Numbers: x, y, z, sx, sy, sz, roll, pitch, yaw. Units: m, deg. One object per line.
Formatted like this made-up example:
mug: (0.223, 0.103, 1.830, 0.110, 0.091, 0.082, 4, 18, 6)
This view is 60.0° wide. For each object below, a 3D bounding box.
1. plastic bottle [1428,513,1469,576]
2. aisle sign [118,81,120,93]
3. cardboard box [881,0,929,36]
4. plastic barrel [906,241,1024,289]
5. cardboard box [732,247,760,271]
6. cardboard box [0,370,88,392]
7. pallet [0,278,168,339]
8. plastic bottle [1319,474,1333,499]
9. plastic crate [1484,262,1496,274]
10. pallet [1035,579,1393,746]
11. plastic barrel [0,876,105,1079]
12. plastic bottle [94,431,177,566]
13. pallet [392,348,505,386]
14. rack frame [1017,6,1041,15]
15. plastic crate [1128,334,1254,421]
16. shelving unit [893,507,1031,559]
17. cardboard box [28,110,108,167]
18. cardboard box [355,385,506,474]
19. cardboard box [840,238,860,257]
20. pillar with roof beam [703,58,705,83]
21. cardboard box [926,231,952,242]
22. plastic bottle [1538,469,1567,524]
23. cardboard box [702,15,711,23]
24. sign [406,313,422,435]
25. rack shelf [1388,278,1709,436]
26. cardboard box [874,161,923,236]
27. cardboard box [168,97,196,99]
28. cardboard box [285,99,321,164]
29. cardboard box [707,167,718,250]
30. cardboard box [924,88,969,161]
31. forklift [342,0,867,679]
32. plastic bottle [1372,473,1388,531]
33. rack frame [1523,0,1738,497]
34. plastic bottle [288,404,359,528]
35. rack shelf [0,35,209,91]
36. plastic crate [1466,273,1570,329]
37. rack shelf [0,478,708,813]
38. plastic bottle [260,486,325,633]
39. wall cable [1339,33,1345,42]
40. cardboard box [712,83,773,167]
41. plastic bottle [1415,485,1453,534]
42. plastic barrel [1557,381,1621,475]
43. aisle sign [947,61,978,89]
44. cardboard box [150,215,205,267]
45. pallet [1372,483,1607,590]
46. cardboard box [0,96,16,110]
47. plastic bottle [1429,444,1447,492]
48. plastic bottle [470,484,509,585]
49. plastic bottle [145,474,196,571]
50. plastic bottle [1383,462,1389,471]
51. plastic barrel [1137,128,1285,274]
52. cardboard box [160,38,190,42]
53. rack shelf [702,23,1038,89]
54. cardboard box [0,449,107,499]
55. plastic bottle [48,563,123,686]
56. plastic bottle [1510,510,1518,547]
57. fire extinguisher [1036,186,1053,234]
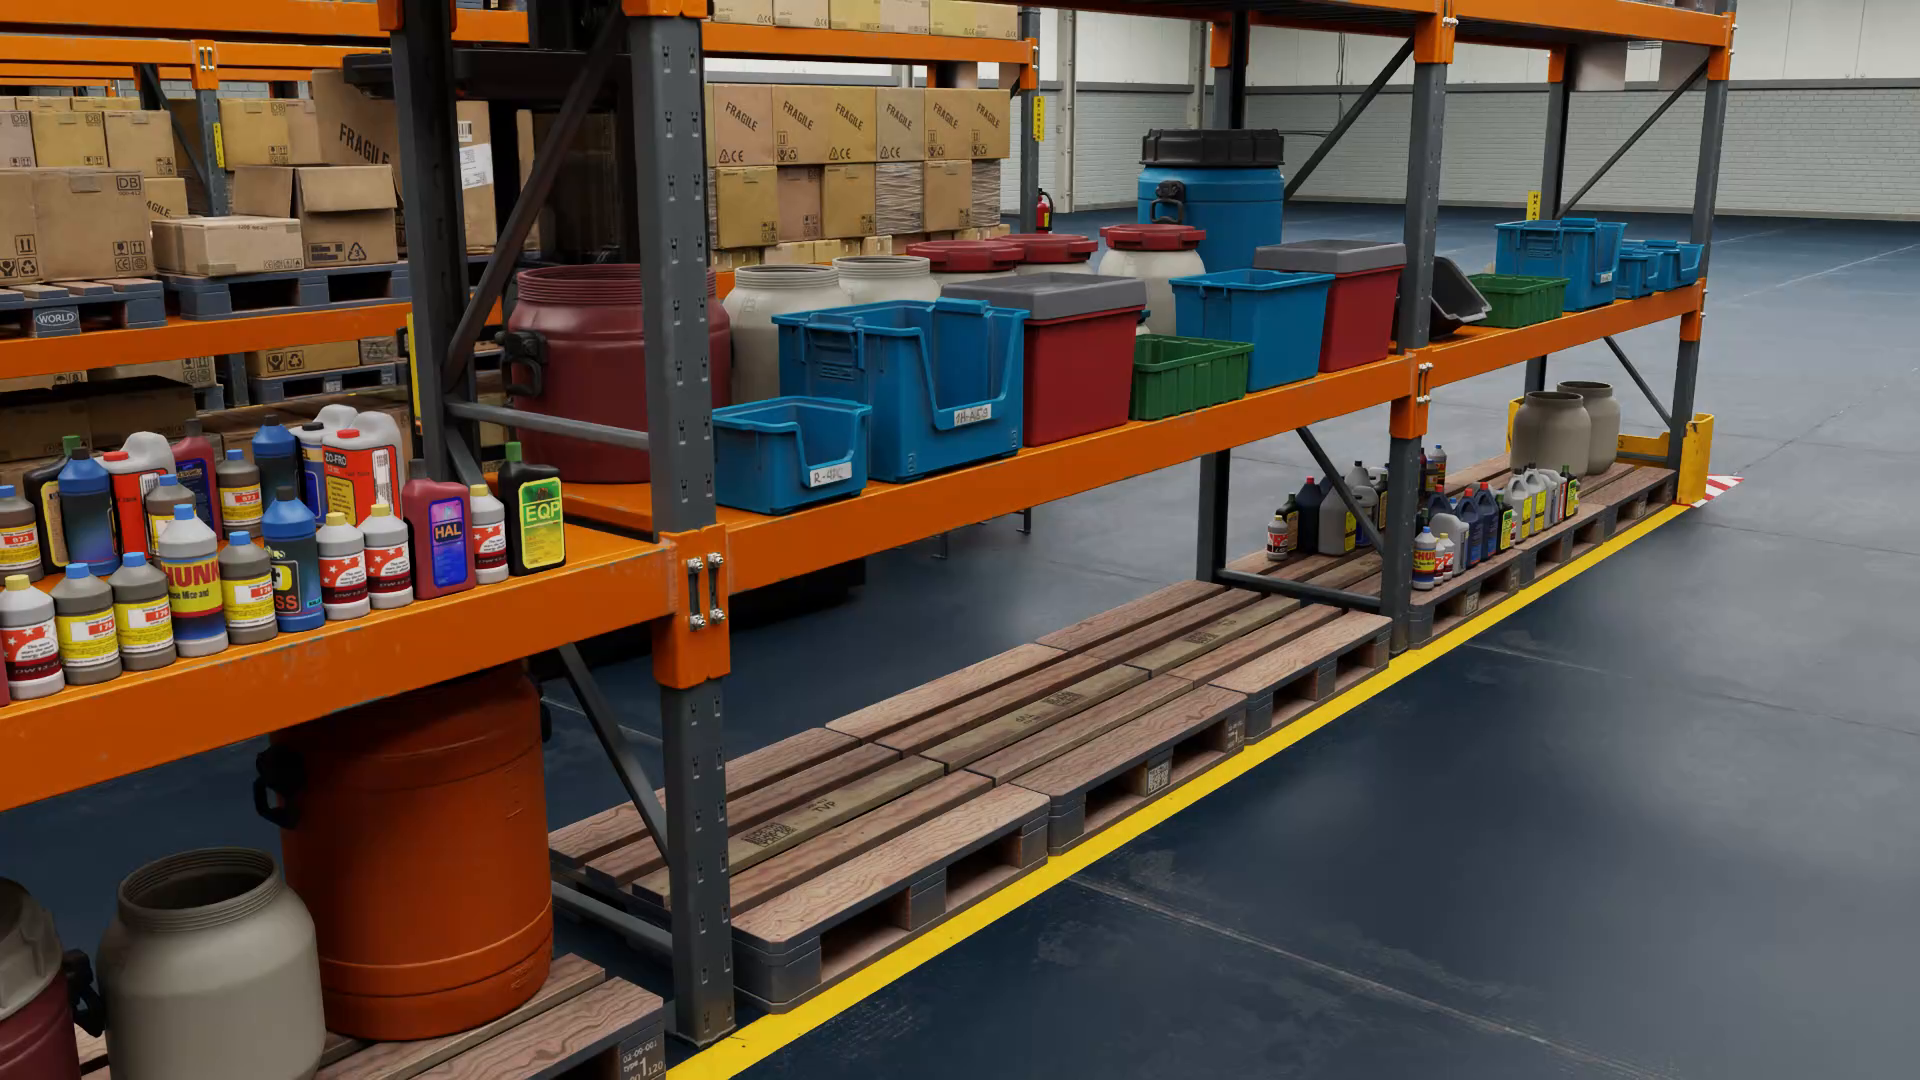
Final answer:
plastic bottle: (2.243, 0.008, 7.639, 0.152, 0.276, 0.135, 12, 19, 40)
aisle sign: (-11.120, -6.100, 21.765, 0.394, 0.787, 0.004, 11, 18, 38)
cardboard box: (-0.565, -3.629, 11.528, 0.500, 0.250, 0.500, 12, 18, 39)
plastic barrel: (0.014, -0.733, 5.641, 0.433, 0.535, 0.433, 0, 14, 0)
cardboard box: (-1.511, -1.827, 10.731, 0.380, 0.149, 0.250, 11, 18, 38)
cardboard box: (-7.057, -1.389, 12.217, 1.050, 0.750, 0.750, 11, 18, 38)
pallet: (-4.482, -1.100, 7.752, 1.213, 0.211, 1.003, 11, 18, 38)
plastic bottle: (1.821, -0.174, 8.202, 0.144, 0.351, 0.185, 10, 17, 35)
plastic crate: (3.221, -1.557, 9.693, 0.298, 0.136, 0.250, 11, 18, 38)
pallet: (1.056, 0.468, 6.852, 1.003, 0.211, 1.213, 11, 18, 38)
plastic barrel: (-1.999, 1.004, 3.123, 0.600, 0.588, 0.708, 11, 18, 38)
plastic bottle: (-1.809, -0.092, 3.646, 0.152, 0.276, 0.135, 11, 18, 38)
pallet: (-4.822, -1.610, 15.032, 1.003, 0.211, 1.213, 11, 18, 38)
rack frame: (0.181, -5.480, 12.418, 1.000, 3.000, 0.127, 11, 18, 38)
plastic crate: (0.644, -0.560, 5.665, 0.450, 0.188, 0.662, 11, 18, 38)
shelving unit: (0.004, -0.728, 8.943, 0.431, 1.500, 0.755, 11, 18, 38)
cardboard box: (-6.757, -2.932, 12.337, 0.700, 0.500, 0.500, 11, 18, 37)
cardboard box: (-3.050, -0.605, 9.597, 0.700, 0.500, 0.500, 11, 18, 37)
cardboard box: (-0.910, -2.023, 11.506, 0.380, 0.149, 0.250, 11, 18, 38)
pillar with roof beam: (-1.638, -9.419, 27.924, 9.100, 9.000, 0.400, 11, 18, 38)
cardboard box: (-0.281, -2.215, 12.260, 0.380, 0.149, 0.250, 11, 18, 38)
plastic bottle: (3.040, -0.235, 8.596, 0.152, 0.276, 0.135, 11, 18, 38)
cardboard box: (-1.851, -3.234, 9.974, 0.500, 0.250, 0.500, 10, 18, 35)
sign: (-1.427, -0.437, 4.418, 0.100, 0.325, 0.005, 11, 18, 38)
rack shelf: (2.776, -1.074, 8.720, 1.077, 0.370, 4.000, 11, 18, 38)
cardboard box: (-0.755, -2.461, 11.909, 0.875, 0.500, 0.500, 11, 18, 38)
cardboard box: (-8.243, -4.442, 17.679, 0.700, 0.500, 0.500, 11, 18, 37)
cardboard box: (-5.614, -3.378, 13.830, 0.875, 0.550, 0.550, 11, 18, 38)
cardboard box: (-2.002, -2.076, 10.394, 0.875, 0.500, 0.500, 11, 18, 38)
cardboard box: (-0.282, -3.009, 12.039, 0.500, 0.500, 0.500, 11, 18, 38)
forklift: (-1.872, -0.990, 7.067, 3.031, 2.935, 1.130, -13, 19, -41)
plastic bottle: (2.119, -0.192, 8.411, 0.061, 0.283, 0.133, 11, 18, 38)
rack frame: (4.033, -1.806, 10.140, 1.000, 3.000, 0.127, 11, 18, 38)
plastic bottle: (-1.518, -0.181, 3.995, 0.152, 0.276, 0.135, 11, 18, 38)
rack shelf: (-7.384, -3.315, 11.450, 1.077, 0.370, 4.000, 11, 18, 38)
plastic crate: (2.592, -1.153, 8.002, 0.450, 0.188, 0.662, 11, 18, 38)
rack shelf: (-2.252, 0.458, 2.690, 1.077, 0.370, 4.000, 11, 18, 38)
plastic bottle: (-1.271, 0.033, 3.163, 0.097, 0.271, 0.097, 0, 14, 0)
wall cable: (11.311, -14.416, 43.643, 3.097, 2.526, 0.112, 11, 18, 38)
cardboard box: (-1.539, -2.626, 10.532, 0.500, 0.500, 0.500, 11, 18, 38)
plastic bottle: (2.237, -0.082, 7.840, 0.144, 0.351, 0.185, 11, 18, 38)
plastic barrel: (3.679, -0.666, 9.852, 0.421, 0.512, 0.421, 0, 14, 0)
aisle sign: (-0.013, -3.891, 13.066, 0.394, 0.787, 0.004, 11, 18, 38)
cardboard box: (-4.009, -1.540, 8.512, 0.396, 0.266, 0.258, 11, 18, 36)
pallet: (2.740, -0.045, 8.872, 1.003, 0.211, 1.213, 11, 18, 38)
cardboard box: (-9.596, -4.068, 16.206, 0.700, 0.500, 0.500, 11, 18, 37)
plastic bottle: (2.651, -0.398, 9.244, 0.097, 0.271, 0.097, 0, 14, 0)
plastic bottle: (-1.004, -0.015, 3.493, 0.097, 0.201, 0.097, 0, 14, 0)
plastic bottle: (-1.700, -0.040, 3.593, 0.097, 0.201, 0.097, 0, 14, 0)
plastic bottle: (2.246, -0.274, 8.758, 0.097, 0.271, 0.097, 0, 14, 0)
plastic barrel: (1.041, -1.256, 6.956, 0.600, 0.901, 0.708, 11, 18, 38)
cardboard box: (-8.279, -5.295, 17.484, 0.500, 0.250, 0.500, 12, 18, 39)
rack shelf: (-1.076, -3.295, 11.368, 1.077, 0.370, 4.000, 11, 18, 38)
cardboard box: (-4.442, -0.173, 7.897, 0.700, 0.500, 0.500, 10, 17, 35)
plastic bottle: (-1.516, 0.141, 2.878, 0.097, 0.201, 0.097, 0, 14, 0)
plastic bottle: (2.664, -0.074, 8.112, 0.097, 0.201, 0.097, 0, 14, 0)
fire extinguisher: (0.611, -2.486, 12.972, 0.296, 0.674, 0.183, 11, 18, 38)
